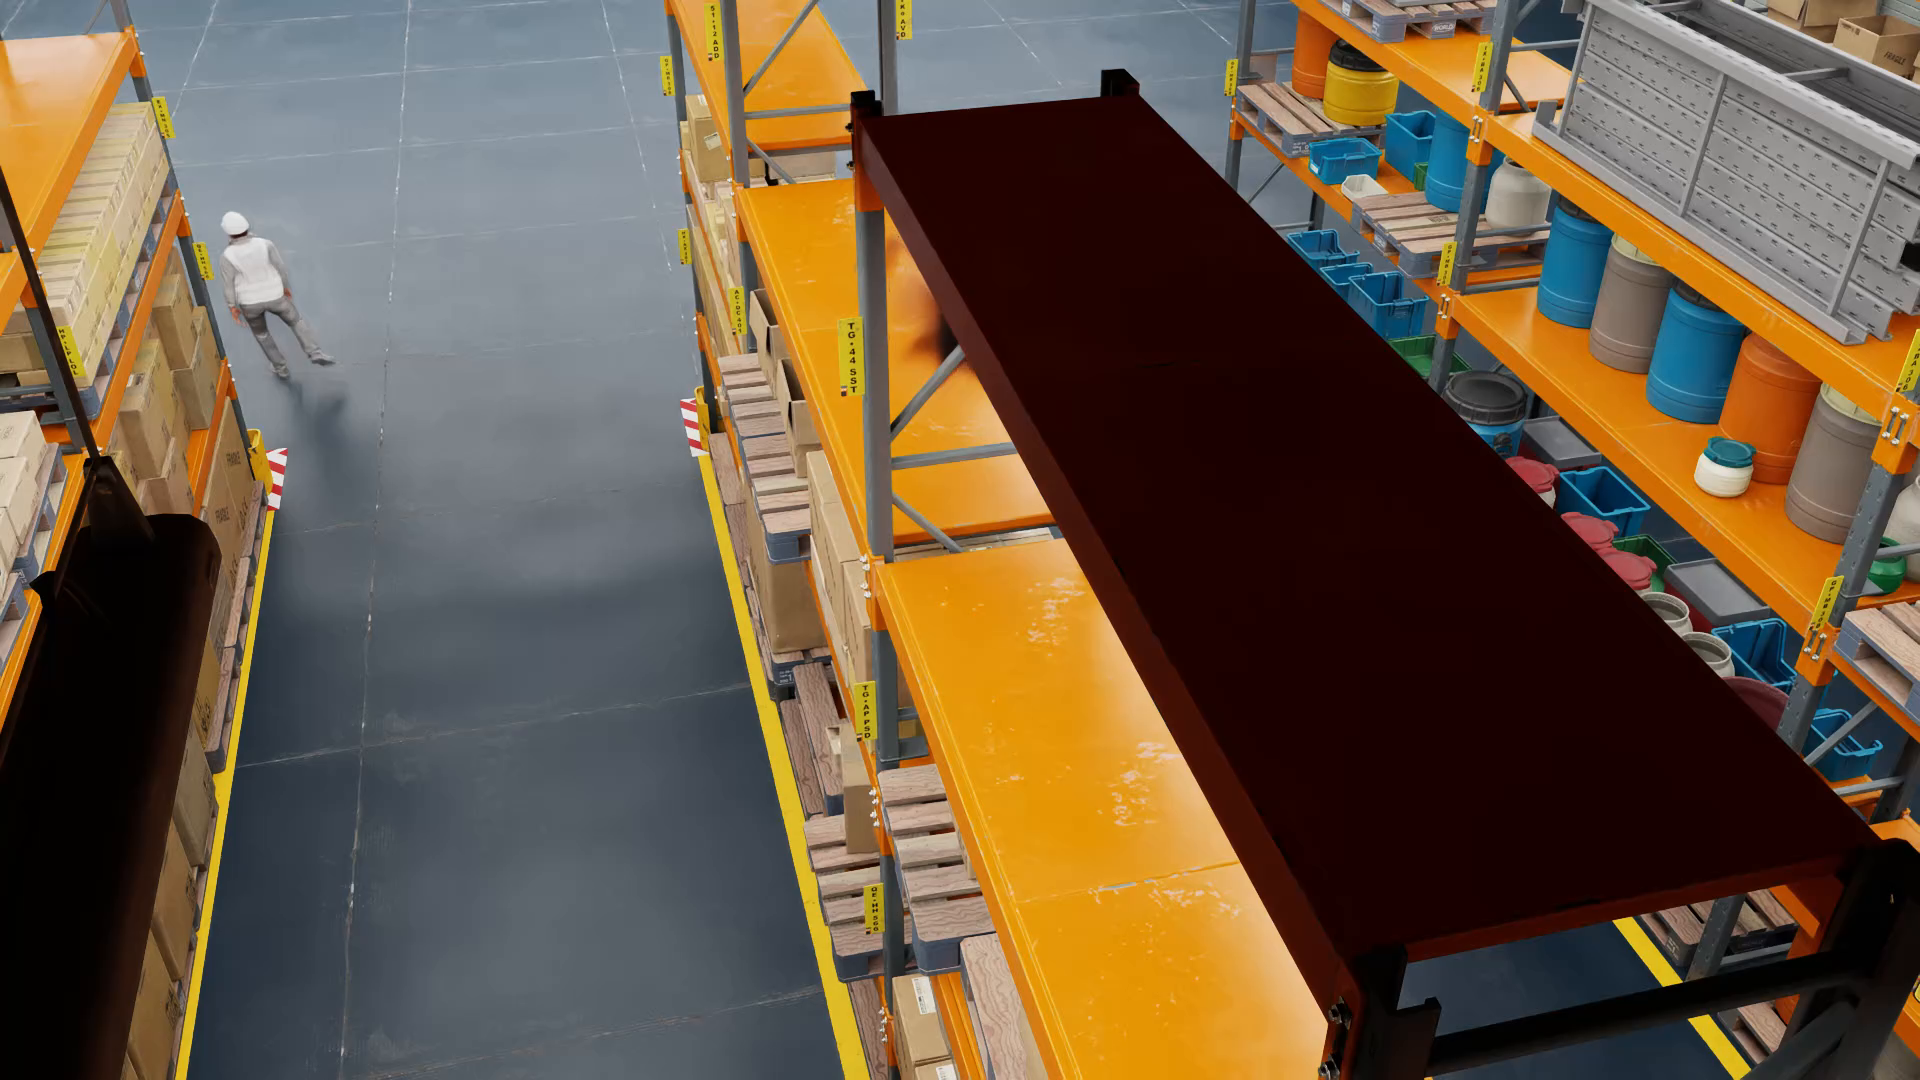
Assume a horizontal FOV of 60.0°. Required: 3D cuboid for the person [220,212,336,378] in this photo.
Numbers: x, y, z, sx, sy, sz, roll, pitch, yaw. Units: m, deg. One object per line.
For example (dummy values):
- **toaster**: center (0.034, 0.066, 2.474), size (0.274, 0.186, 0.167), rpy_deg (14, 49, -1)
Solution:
- **person**: center (-6.603, -2.334, 15.976), size (0.807, 1.707, 0.584), rpy_deg (-19, 39, -25)
